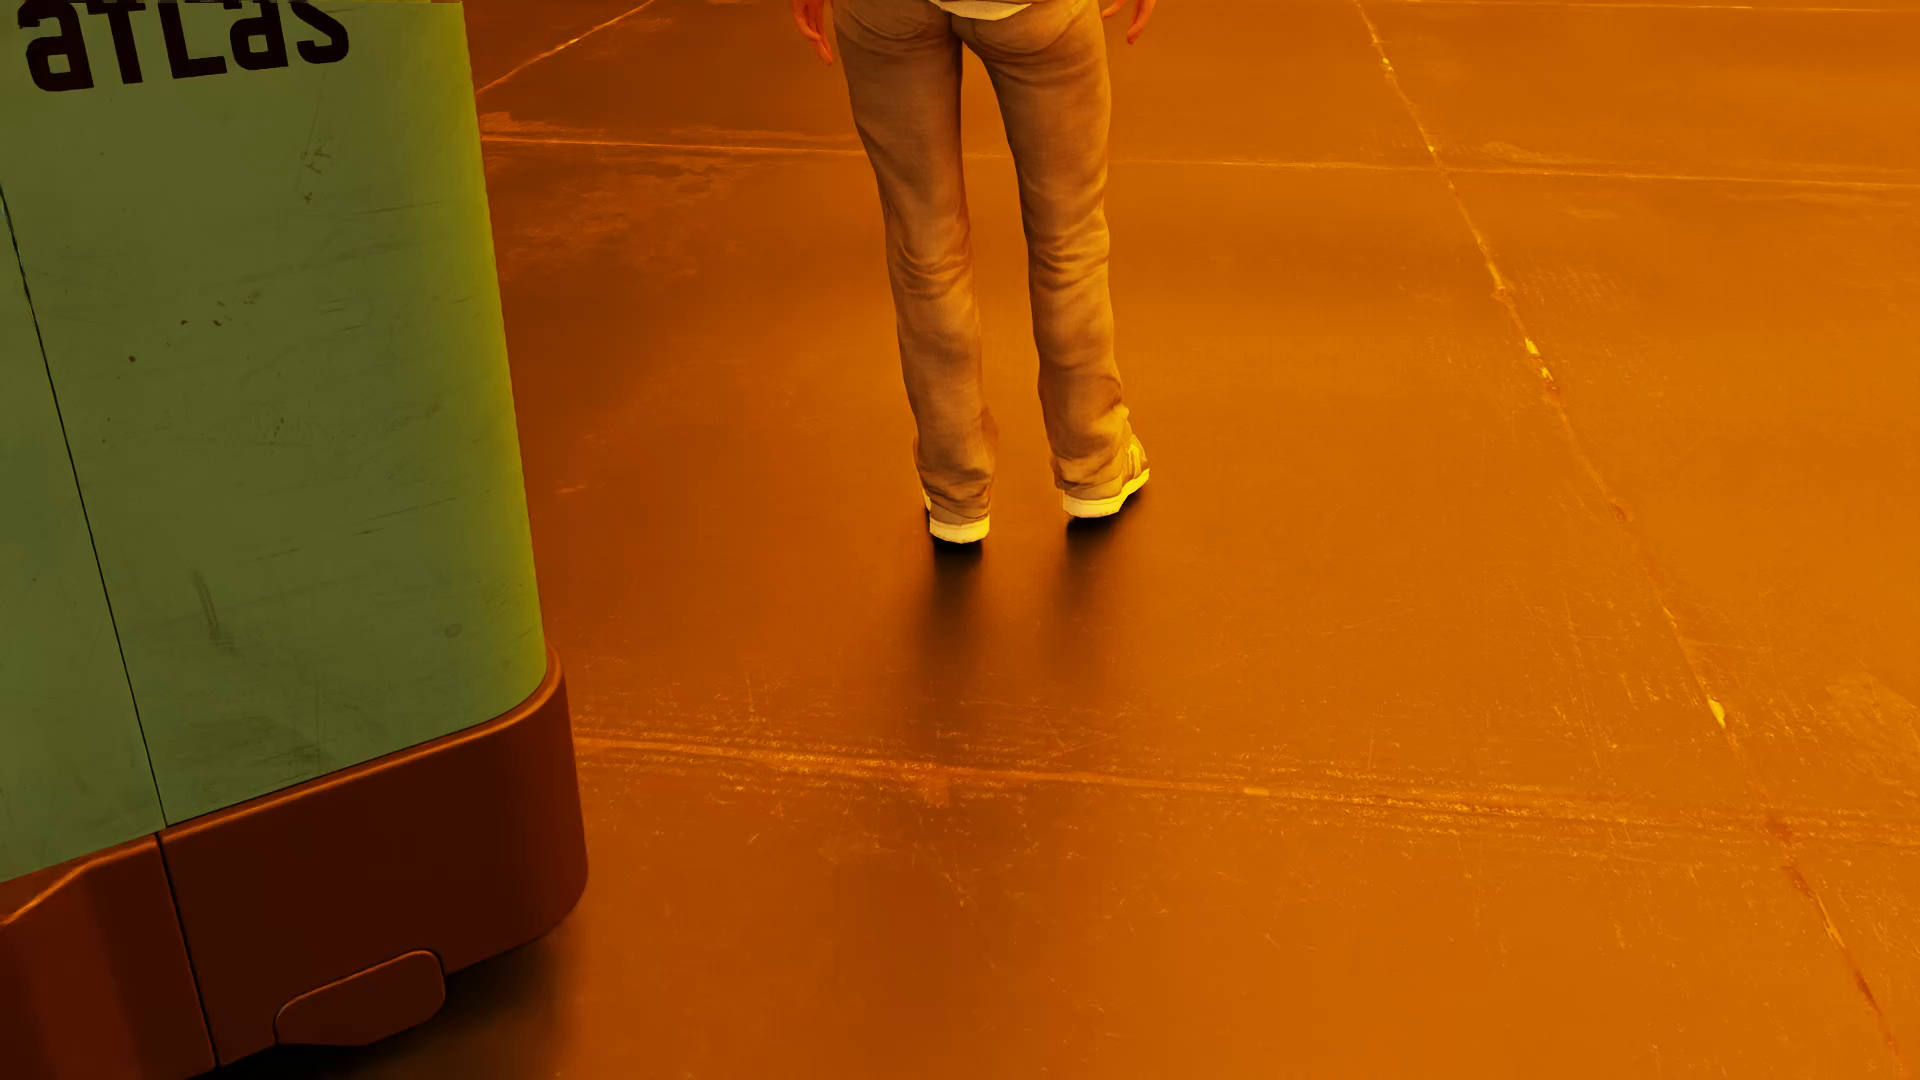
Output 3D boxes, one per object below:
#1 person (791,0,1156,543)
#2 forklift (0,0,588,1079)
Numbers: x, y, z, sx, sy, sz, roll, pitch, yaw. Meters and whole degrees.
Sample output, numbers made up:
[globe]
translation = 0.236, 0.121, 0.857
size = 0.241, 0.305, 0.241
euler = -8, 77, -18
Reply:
[person]
translation = 0.024, -0.753, 2.204
size = 0.519, 1.598, 0.474
euler = 3, 27, 7
[forklift]
translation = -1.866, -0.689, 0.597
size = 3.031, 2.935, 1.130
euler = -18, 32, -31
